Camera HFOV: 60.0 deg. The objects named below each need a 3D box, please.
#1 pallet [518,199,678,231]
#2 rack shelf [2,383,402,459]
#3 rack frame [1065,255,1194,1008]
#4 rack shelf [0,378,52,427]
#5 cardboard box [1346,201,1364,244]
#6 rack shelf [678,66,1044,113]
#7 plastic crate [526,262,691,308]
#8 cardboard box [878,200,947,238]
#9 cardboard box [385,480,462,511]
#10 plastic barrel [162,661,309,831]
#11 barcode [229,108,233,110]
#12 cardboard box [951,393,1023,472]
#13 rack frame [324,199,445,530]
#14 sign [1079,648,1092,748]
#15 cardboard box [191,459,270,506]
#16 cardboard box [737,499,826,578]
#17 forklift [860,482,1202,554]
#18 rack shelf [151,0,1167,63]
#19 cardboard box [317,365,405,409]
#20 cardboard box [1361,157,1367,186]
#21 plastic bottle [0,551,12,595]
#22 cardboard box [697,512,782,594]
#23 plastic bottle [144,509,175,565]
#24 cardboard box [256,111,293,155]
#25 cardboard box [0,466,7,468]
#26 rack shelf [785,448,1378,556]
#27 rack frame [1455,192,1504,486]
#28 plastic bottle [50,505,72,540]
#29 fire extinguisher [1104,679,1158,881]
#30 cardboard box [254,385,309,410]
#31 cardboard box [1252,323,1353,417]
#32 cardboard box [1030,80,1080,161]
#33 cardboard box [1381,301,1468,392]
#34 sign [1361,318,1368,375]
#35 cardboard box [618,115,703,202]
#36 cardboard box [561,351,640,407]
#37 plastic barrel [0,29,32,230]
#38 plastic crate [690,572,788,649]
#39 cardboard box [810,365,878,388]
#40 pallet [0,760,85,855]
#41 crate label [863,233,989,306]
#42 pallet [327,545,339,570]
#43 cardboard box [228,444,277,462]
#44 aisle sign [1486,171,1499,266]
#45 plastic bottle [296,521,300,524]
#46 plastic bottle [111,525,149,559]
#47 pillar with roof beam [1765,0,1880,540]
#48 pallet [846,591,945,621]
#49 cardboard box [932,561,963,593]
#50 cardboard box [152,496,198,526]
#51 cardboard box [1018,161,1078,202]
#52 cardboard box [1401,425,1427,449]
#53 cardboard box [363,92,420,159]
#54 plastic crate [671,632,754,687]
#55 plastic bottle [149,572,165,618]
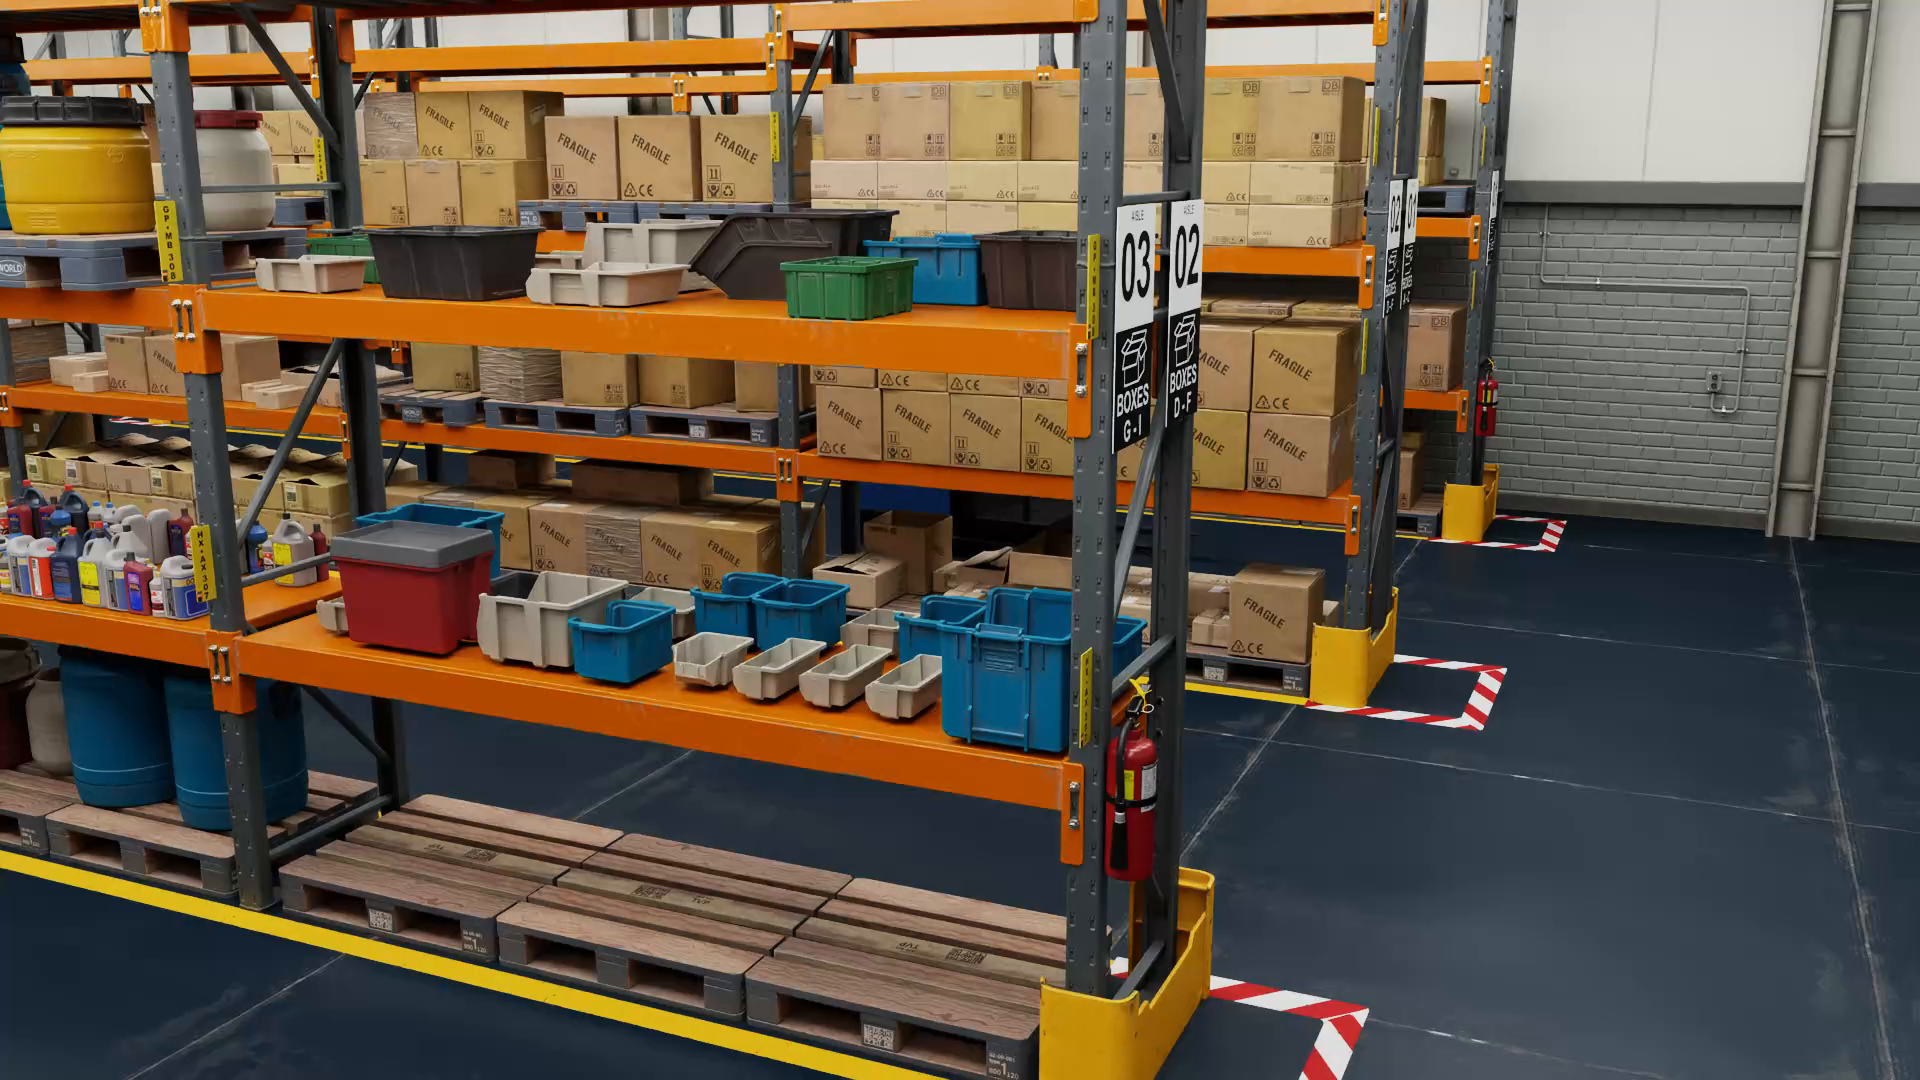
[{"bbox_3d":[-2.535,-2.451,12.478,1.003,0.211,1.213,6,14,23],"label":"pallet"},{"bbox_3d":[-6.503,-1.117,14.522,4.000,0.370,1.077,6,14,23],"label":"rack shelf"},{"bbox_3d":[0.630,0.493,6.089,0.127,3.000,1.000,6,14,23],"label":"rack frame"},{"bbox_3d":[-10.160,-1.487,16.099,4.000,0.370,1.077,6,14,23],"label":"rack shelf"},{"bbox_3d":[2.273,-2.029,10.600,0.500,0.250,0.500,6,14,23],"label":"cardboard box"},{"bbox_3d":[-0.843,-4.507,16.716,4.000,0.370,1.077,6,14,23],"label":"rack shelf"},{"bbox_3d":[-1.360,-0.979,6.370,0.530,0.136,0.437,6,14,23],"label":"plastic crate"},{"bbox_3d":[-0.218,-2.155,11.135,0.500,0.250,0.500,6,14,23],"label":"cardboard box"},{"bbox_3d":[-4.374,-0.177,13.452,0.500,0.500,0.500,6,15,26],"label":"cardboard box"},{"bbox_3d":[-3.518,0.886,8.087,0.708,0.901,0.600,6,14,23],"label":"plastic barrel"},{"bbox_3d":[-9.134,-5.384,20.845,0.075,0.075,0.001,6,14,23],"label":"barcode"},{"bbox_3d":[0.264,-0.763,11.220,0.500,0.500,0.500,6,14,23],"label":"cardboard box"},{"bbox_3d":[-4.675,-1.282,13.651,0.127,3.000,1.000,6,14,23],"label":"rack frame"},{"bbox_3d":[0.422,0.530,5.574,0.005,0.325,0.100,6,14,23],"label":"sign"},{"bbox_3d":[-6.192,-0.512,14.241,0.500,0.311,0.500,6,14,23],"label":"cardboard box"},{"bbox_3d":[-1.361,-0.004,12.716,0.500,0.500,0.500,5,14,21],"label":"cardboard box"},{"bbox_3d":[0.551,-1.360,14.134,3.031,2.935,1.130,7,15,27],"label":"forklift"},{"bbox_3d":[-1.199,-2.068,6.320,4.000,0.370,1.077,6,14,23],"label":"rack shelf"},{"bbox_3d":[-4.990,-1.281,13.843,0.500,0.311,0.500,7,15,27],"label":"cardboard box"},{"bbox_3d":[3.389,-3.277,14.779,0.500,0.250,0.500,5,14,21],"label":"cardboard box"},{"bbox_3d":[-4.554,0.153,7.974,0.097,0.201,0.097,0,13,0],"label":"plastic bottle"},{"bbox_3d":[-1.585,0.105,12.248,0.500,0.500,0.500,6,14,23],"label":"cardboard box"},{"bbox_3d":[-4.143,-0.025,8.567,0.135,0.276,0.152,6,14,23],"label":"plastic bottle"},{"bbox_3d":[-7.884,-4.777,19.528,0.500,0.500,0.500,5,14,21],"label":"cardboard box"},{"bbox_3d":[-9.298,-0.563,15.689,0.500,0.250,0.500,6,14,23],"label":"cardboard box"},{"bbox_3d":[0.811,-0.376,11.367,4.000,0.370,1.077,6,14,23],"label":"rack shelf"},{"bbox_3d":[4.643,-1.576,14.907,0.127,3.000,1.000,6,14,23],"label":"rack frame"},{"bbox_3d":[-4.686,-0.049,8.677,0.097,0.271,0.097,0,13,0],"label":"plastic bottle"},{"bbox_3d":[0.584,0.821,5.676,0.183,0.674,0.296,6,14,23],"label":"fire extinguisher"},{"bbox_3d":[-5.609,-1.185,13.788,0.250,0.149,0.380,6,14,23],"label":"cardboard box"},{"bbox_3d":[2.121,-1.061,10.301,0.500,0.500,0.500,6,14,23],"label":"cardboard box"},{"bbox_3d":[0.821,-2.735,10.871,0.500,0.500,0.700,6,14,23],"label":"cardboard box"},{"bbox_3d":[4.172,-1.768,15.065,0.700,0.700,0.980,7,15,26],"label":"cardboard box"},{"bbox_3d":[2.397,-1.145,9.842,0.005,0.325,0.100,6,14,23],"label":"sign"},{"bbox_3d":[-2.068,-2.793,12.167,0.600,0.600,0.600,6,14,23],"label":"cardboard box"},{"bbox_3d":[-2.658,-1.315,12.656,0.500,0.500,0.700,2,13,9],"label":"cardboard box"},{"bbox_3d":[-4.650,-1.912,7.755,0.708,0.901,0.600,6,14,23],"label":"plastic barrel"},{"bbox_3d":[-0.941,0.304,7.129,0.300,0.233,0.416,6,14,23],"label":"plastic crate"},{"bbox_3d":[-0.701,-1.345,11.512,0.500,0.500,0.500,6,15,25],"label":"cardboard box"},{"bbox_3d":[-4.835,1.288,8.806,1.213,0.211,1.003,6,14,23],"label":"pallet"},{"bbox_3d":[-0.083,-1.048,6.414,0.502,0.251,0.408,6,14,23],"label":"crate label"},{"bbox_3d":[-5.412,-0.008,14.329,1.213,0.211,1.003,6,14,23],"label":"pallet"},{"bbox_3d":[-6.454,-0.672,14.926,0.500,0.311,0.500,6,14,23],"label":"cardboard box"},{"bbox_3d":[4.587,-2.773,14.315,0.004,0.787,0.394,6,14,23],"label":"aisle sign"},{"bbox_3d":[-3.312,0.044,8.256,0.133,0.283,0.061,6,14,23],"label":"plastic bottle"},{"bbox_3d":[-3.942,0.100,7.871,0.185,0.351,0.144,6,14,23],"label":"plastic bottle"},{"bbox_3d":[5.718,-3.529,10.095,0.400,9.000,9.100,6,14,23],"label":"pillar with roof beam"},{"bbox_3d":[-0.390,0.510,12.120,1.213,0.211,1.003,6,14,23],"label":"pallet"},{"bbox_3d":[-0.014,0.278,12.282,0.250,0.149,0.380,6,14,23],"label":"cardboard box"},{"bbox_3d":[-6.657,-0.286,14.509,0.500,0.250,0.500,6,15,24],"label":"cardboard box"},{"bbox_3d":[0.694,-2.305,10.678,0.500,0.250,0.500,6,14,23],"label":"cardboard box"},{"bbox_3d":[4.158,-0.954,15.386,0.250,0.149,0.380,6,14,24],"label":"cardboard box"},{"bbox_3d":[-4.278,-3.236,13.005,0.500,0.500,0.500,6,14,23],"label":"cardboard box"},{"bbox_3d":[-0.991,0.480,6.588,0.250,0.136,0.298,6,14,23],"label":"plastic crate"},{"bbox_3d":[-3.636,0.245,7.578,0.097,0.201,0.097,0,13,0],"label":"plastic bottle"}]
